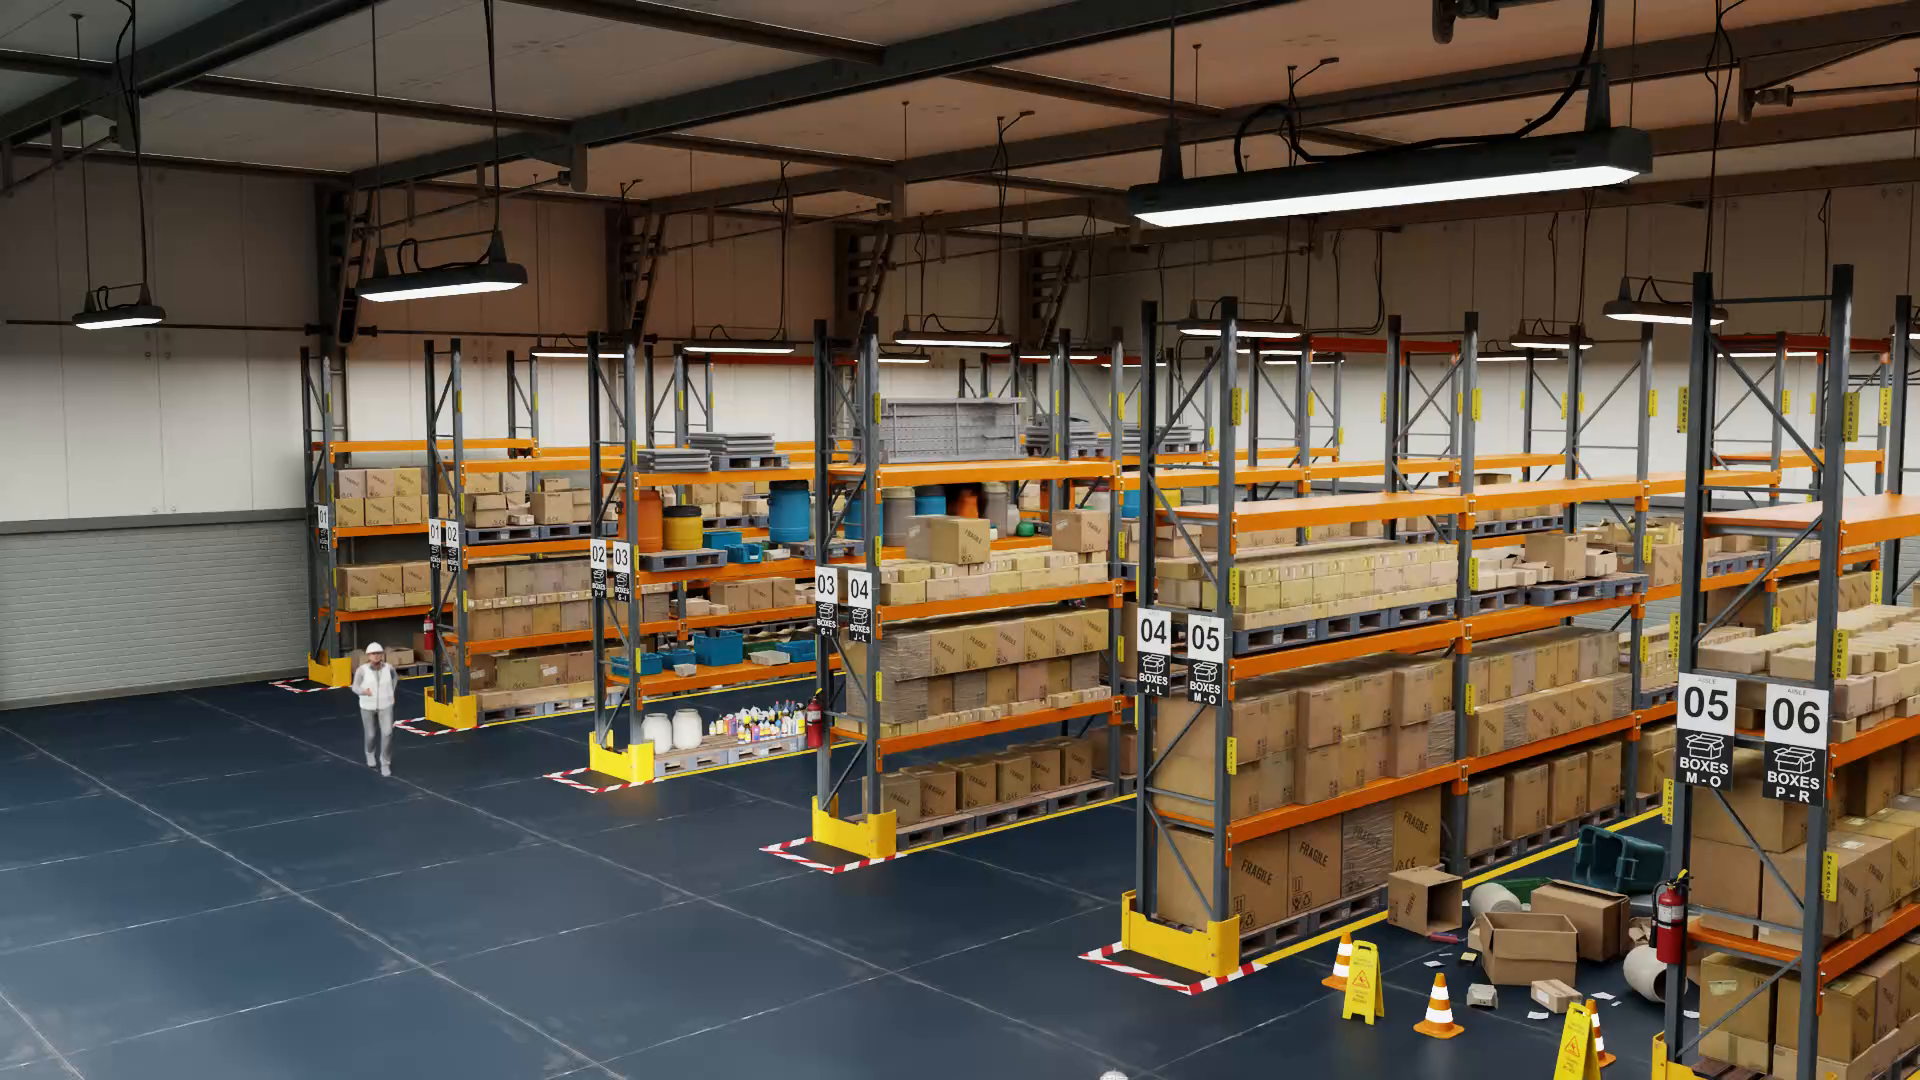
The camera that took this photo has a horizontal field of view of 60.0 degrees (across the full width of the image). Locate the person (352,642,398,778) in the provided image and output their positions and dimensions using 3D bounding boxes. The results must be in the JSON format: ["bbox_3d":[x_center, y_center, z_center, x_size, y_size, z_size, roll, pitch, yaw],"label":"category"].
[{"bbox_3d":[-7.964,2.288,22.676,0.613,1.812,0.873,-2,5,-24],"label":"person"}]

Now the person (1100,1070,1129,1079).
[{"bbox_3d":[0.817,3.579,8.665,0.661,1.638,0.570,1,5,6],"label":"person"}]
